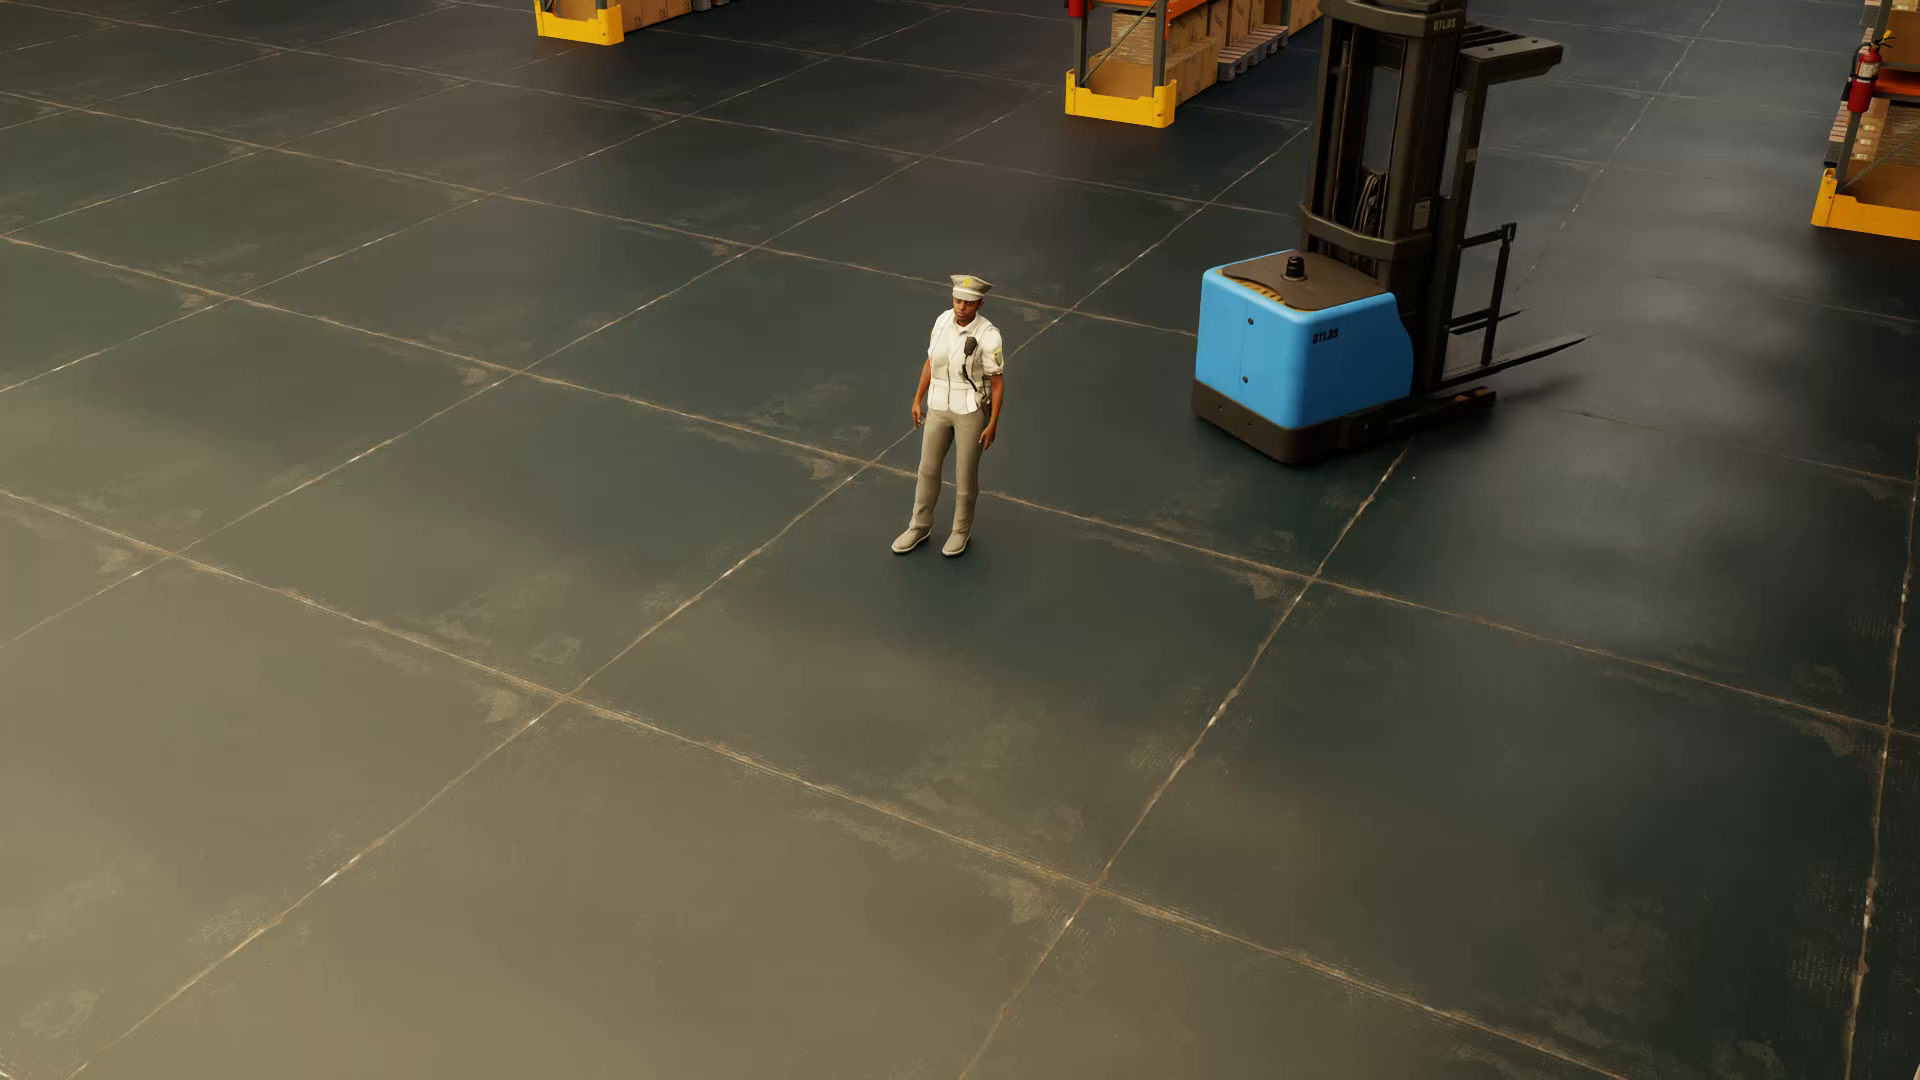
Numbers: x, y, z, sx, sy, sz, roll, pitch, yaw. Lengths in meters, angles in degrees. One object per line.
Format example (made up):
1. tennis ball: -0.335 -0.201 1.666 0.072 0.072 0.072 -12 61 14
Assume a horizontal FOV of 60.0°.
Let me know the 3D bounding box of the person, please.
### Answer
1. person: -0.054 -0.712 9.527 0.569 1.694 0.530 15 33 25

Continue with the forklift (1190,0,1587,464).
1. forklift: 3.108 -2.303 11.060 3.031 2.935 1.130 -17 34 -27
